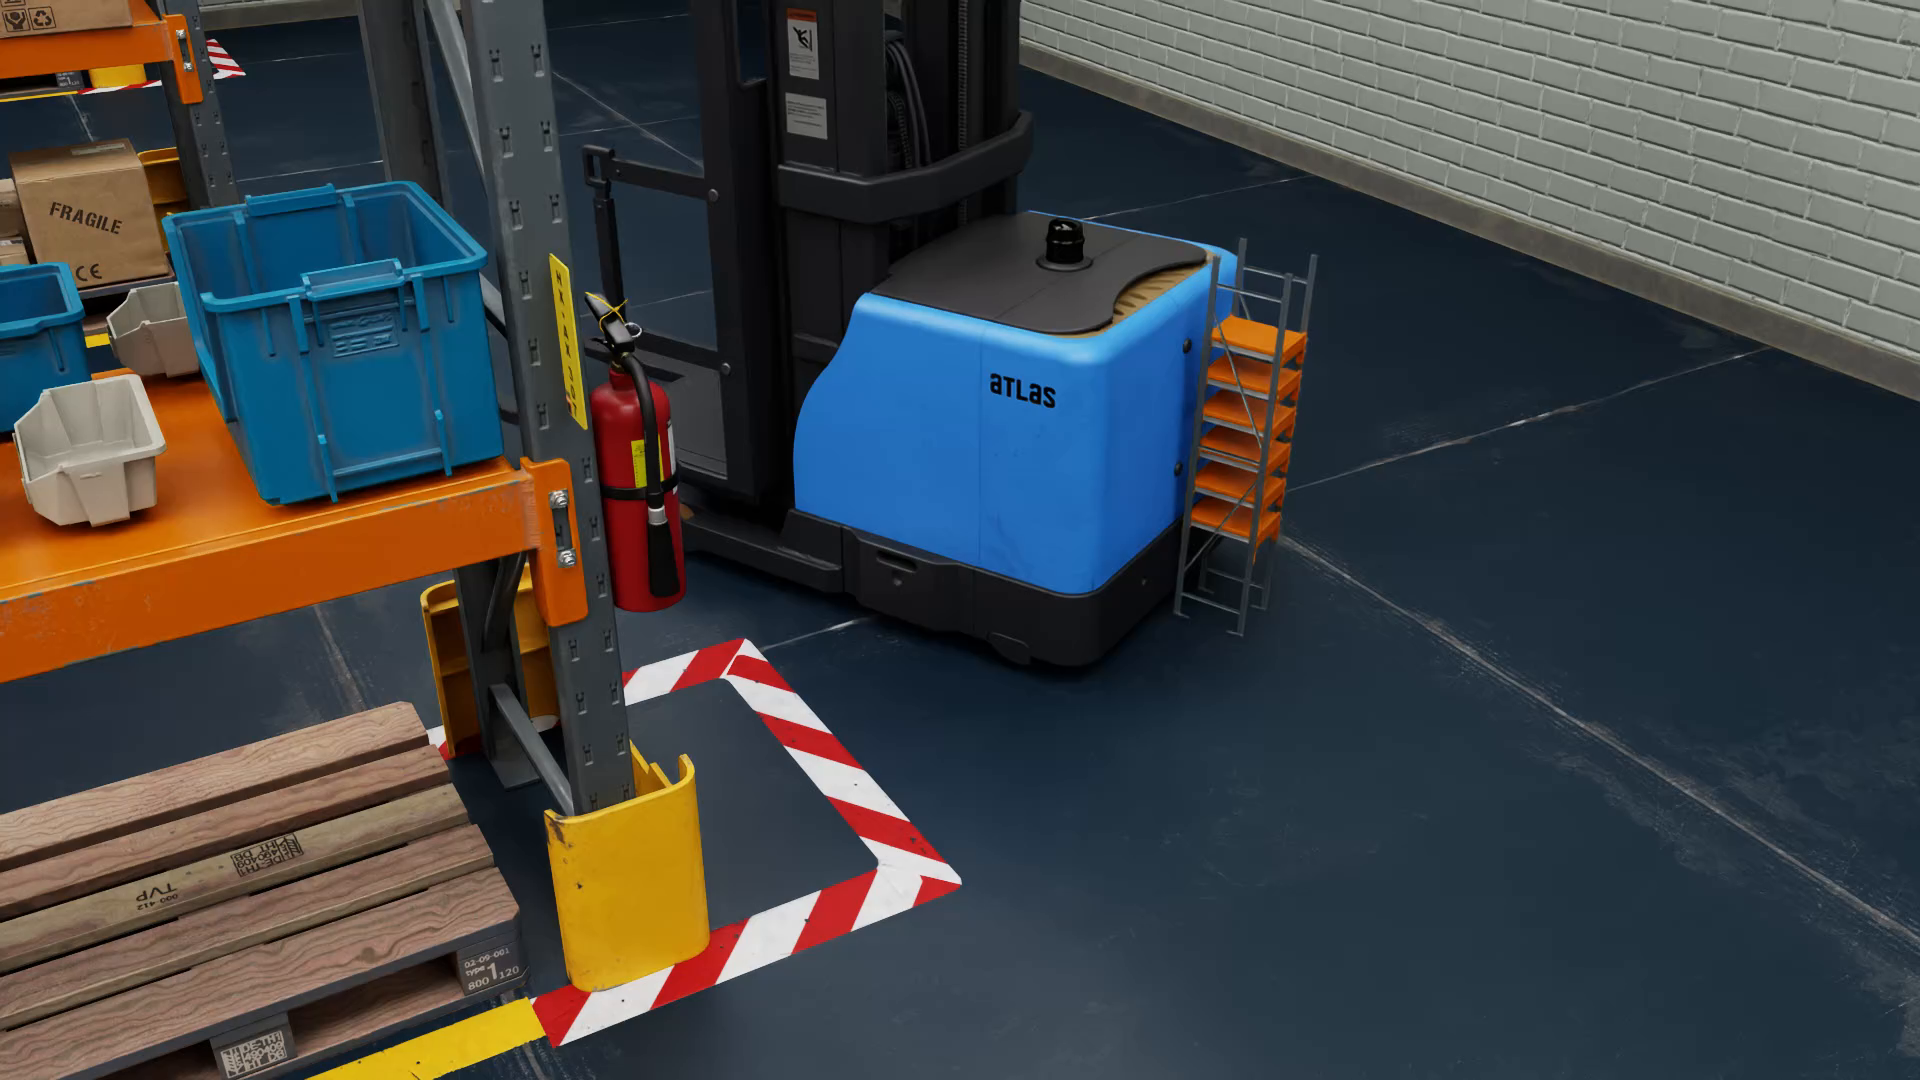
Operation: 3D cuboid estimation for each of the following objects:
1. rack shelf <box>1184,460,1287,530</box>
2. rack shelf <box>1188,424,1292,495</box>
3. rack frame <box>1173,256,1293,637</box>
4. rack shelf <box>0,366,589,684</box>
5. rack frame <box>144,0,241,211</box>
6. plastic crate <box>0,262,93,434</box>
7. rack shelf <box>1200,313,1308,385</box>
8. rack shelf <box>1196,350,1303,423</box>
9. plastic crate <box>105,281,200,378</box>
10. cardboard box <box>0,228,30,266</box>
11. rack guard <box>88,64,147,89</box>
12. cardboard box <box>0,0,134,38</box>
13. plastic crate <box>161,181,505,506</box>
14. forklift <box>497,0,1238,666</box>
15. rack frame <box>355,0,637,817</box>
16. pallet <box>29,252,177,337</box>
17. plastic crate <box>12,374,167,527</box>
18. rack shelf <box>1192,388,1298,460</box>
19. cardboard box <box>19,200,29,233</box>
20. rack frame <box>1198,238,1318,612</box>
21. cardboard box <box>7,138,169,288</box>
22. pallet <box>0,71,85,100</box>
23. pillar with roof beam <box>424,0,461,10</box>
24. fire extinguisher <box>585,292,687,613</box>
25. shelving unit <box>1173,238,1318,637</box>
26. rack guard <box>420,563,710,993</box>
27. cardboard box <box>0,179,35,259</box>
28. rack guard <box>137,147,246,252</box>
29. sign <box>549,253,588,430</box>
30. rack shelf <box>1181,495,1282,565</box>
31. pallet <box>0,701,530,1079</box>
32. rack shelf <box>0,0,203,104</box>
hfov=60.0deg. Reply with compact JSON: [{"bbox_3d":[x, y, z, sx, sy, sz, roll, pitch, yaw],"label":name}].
[{"bbox_3d":[0.845,-0.146,5.102,0.258,0.103,0.180,19,34,27],"label":"rack shelf"},{"bbox_3d":[0.849,-0.249,5.042,0.258,0.103,0.180,19,34,27],"label":"rack shelf"},{"bbox_3d":[0.801,-0.251,4.952,0.240,1.200,0.006,19,34,27],"label":"rack frame"},{"bbox_3d":[-2.760,0.277,2.888,4.000,0.370,1.077,-16,33,-26],"label":"rack shelf"},{"bbox_3d":[-3.542,-2.592,7.342,0.127,3.000,1.000,-16,33,-26],"label":"rack frame"},{"bbox_3d":[-1.983,-0.396,3.475,0.300,0.233,0.416,-16,33,-26],"label":"plastic crate"},{"bbox_3d":[0.860,-0.561,4.862,0.258,0.103,0.180,19,34,27],"label":"rack shelf"},{"bbox_3d":[0.856,-0.457,4.922,0.258,0.103,0.180,19,34,27],"label":"rack shelf"},{"bbox_3d":[-1.734,-0.471,3.710,0.298,0.136,0.250,-16,33,-26],"label":"plastic crate"},{"bbox_3d":[-4.280,-1.247,7.382,0.250,0.166,0.380,-16,33,-26],"label":"cardboard box"},{"bbox_3d":[-6.034,-3.566,11.695,0.348,0.500,1.175,-16,33,-26],"label":"rack guard"},{"bbox_3d":[-3.790,-2.413,6.914,0.500,0.500,0.500,-15,32,-25],"label":"cardboard box"},{"bbox_3d":[-1.229,-0.410,3.289,0.499,0.435,0.616,-16,33,-26],"label":"plastic crate"},{"bbox_3d":[-0.626,-1.436,5.318,3.031,2.935,1.130,17,33,28],"label":"forklift"},{"bbox_3d":[-1.035,-0.528,3.602,0.127,3.000,1.000,-16,33,-26],"label":"rack frame"},{"bbox_3d":[-4.294,-1.157,7.628,1.213,0.211,1.003,-16,33,-26],"label":"pallet"},{"bbox_3d":[-1.647,-0.163,3.153,0.243,0.136,0.396,-16,33,-26],"label":"plastic crate"},{"bbox_3d":[0.852,-0.353,4.982,0.258,0.103,0.180,19,34,27],"label":"rack shelf"},{"bbox_3d":[-4.292,-1.524,7.883,0.250,0.166,0.380,-16,33,-26],"label":"cardboard box"},{"bbox_3d":[0.899,-0.325,5.087,0.240,1.200,0.006,19,34,27],"label":"rack frame"},{"bbox_3d":[-3.886,-1.455,7.413,0.500,0.500,0.500,-16,33,-26],"label":"cardboard box"},{"bbox_3d":[-6.704,-3.205,11.340,1.213,0.211,1.003,-16,33,-26],"label":"pallet"},{"bbox_3d":[-1.984,-6.509,8.231,0.400,9.000,9.100,-16,33,-26],"label":"pillar with roof beam"},{"bbox_3d":[-0.675,-0.178,3.434,0.183,0.674,0.296,-16,33,-26],"label":"fire extinguisher"},{"bbox_3d":[0.850,-0.288,5.020,0.258,1.200,0.189,19,34,27],"label":"shelving unit"},{"bbox_3d":[-1.021,0.555,4.226,0.348,0.500,1.175,-16,33,-26],"label":"rack guard"},{"bbox_3d":[-4.585,-1.443,7.652,0.500,0.250,0.500,-16,33,-26],"label":"cardboard box"},{"bbox_3d":[-3.607,-1.479,7.913,0.348,0.500,1.175,-16,33,-26],"label":"rack guard"},{"bbox_3d":[-0.743,-0.374,3.154,0.005,0.325,0.100,-16,33,-26],"label":"sign"},{"bbox_3d":[0.842,-0.042,5.162,0.258,0.103,0.180,19,34,27],"label":"rack shelf"},{"bbox_3d":[-1.766,0.879,3.939,1.213,0.211,1.003,-16,33,-26],"label":"pallet"},{"bbox_3d":[-5.266,-1.788,6.629,4.000,0.370,1.077,-16,33,-26],"label":"rack shelf"}]
